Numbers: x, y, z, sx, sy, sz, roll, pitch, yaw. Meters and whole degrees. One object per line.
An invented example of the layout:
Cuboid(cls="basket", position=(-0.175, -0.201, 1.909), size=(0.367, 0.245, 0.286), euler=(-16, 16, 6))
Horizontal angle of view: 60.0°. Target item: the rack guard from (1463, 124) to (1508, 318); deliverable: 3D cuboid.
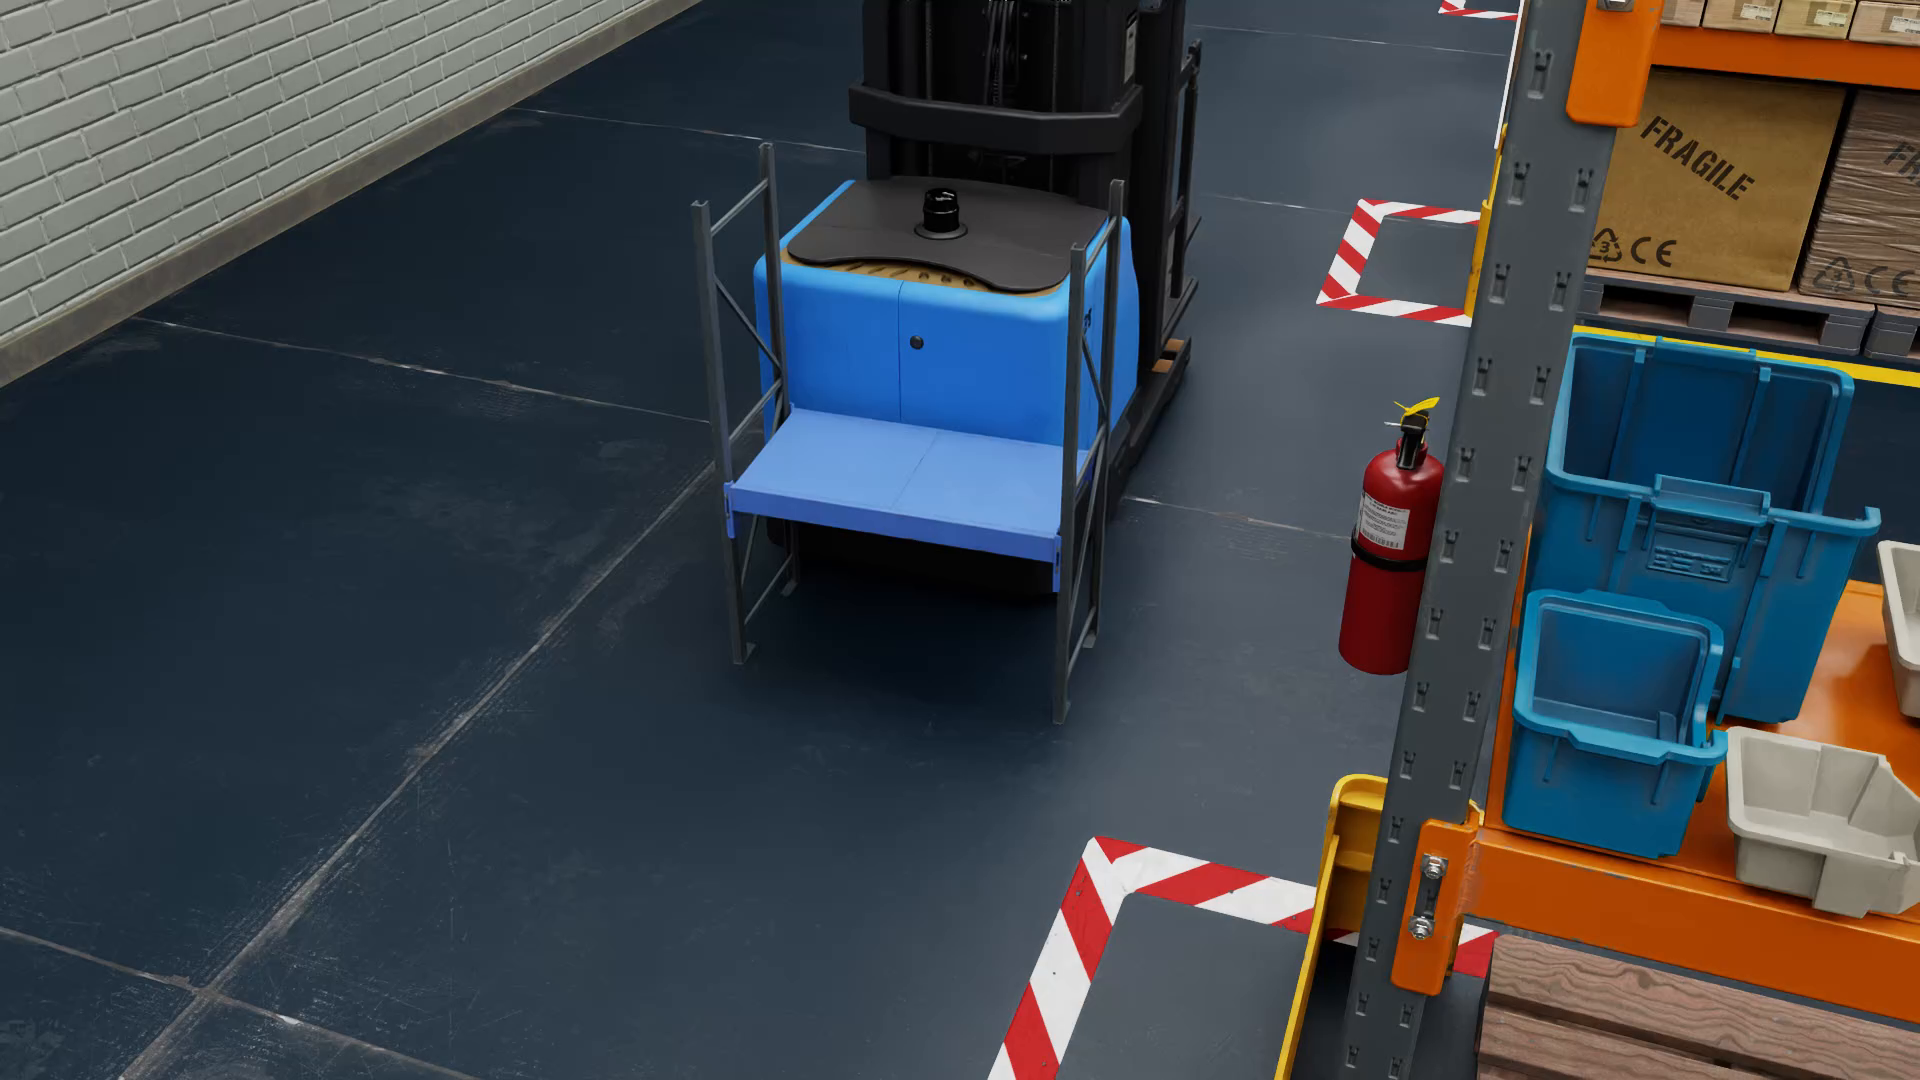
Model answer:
Cuboid(cls="rack guard", position=(2.549, -1.448, 7.532), size=(0.348, 0.500, 1.175), euler=(11, 34, 16))

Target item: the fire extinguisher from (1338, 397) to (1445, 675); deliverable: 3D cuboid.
Cuboid(cls="fire extinguisher", position=(0.912, -0.035, 3.454), size=(0.183, 0.674, 0.296), euler=(11, 34, 16))

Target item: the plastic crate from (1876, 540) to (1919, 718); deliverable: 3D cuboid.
Cuboid(cls="plastic crate", position=(1.729, 0.178, 2.897), size=(0.243, 0.136, 0.396), euler=(11, 34, 16))

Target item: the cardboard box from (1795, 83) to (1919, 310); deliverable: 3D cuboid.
Cuboid(cls="cardboard box", position=(4.058, -1.535, 6.933), size=(0.875, 0.875, 0.875), euler=(11, 34, 16))

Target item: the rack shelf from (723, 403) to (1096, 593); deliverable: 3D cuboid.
Cuboid(cls="rack shelf", position=(-0.129, -0.141, 4.917), size=(1.000, 0.185, 0.538), euler=(9, 34, 14))

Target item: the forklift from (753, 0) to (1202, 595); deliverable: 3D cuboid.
Cuboid(cls="forklift", position=(0.303, -1.847, 5.908), size=(1.130, 2.935, 3.031), euler=(11, 34, 16))

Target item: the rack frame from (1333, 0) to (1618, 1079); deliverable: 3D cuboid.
Cuboid(cls="rack frame", position=(0.901, 0.035, 2.930), size=(0.127, 3.000, 1.000), euler=(11, 34, 16))

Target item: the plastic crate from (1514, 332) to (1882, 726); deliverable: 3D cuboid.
Cuboid(cls="plastic crate", position=(1.279, -0.039, 2.957), size=(0.499, 0.435, 0.616), euler=(11, 34, 16))

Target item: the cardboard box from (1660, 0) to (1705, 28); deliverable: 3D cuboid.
Cuboid(cls="cardboard box", position=(2.795, -2.155, 6.553), size=(0.250, 0.149, 0.380), euler=(11, 35, 17))

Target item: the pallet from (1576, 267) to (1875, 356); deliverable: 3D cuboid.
Cuboid(cls="pallet", position=(3.351, -1.216, 7.438), size=(1.213, 0.211, 1.003), euler=(11, 34, 16))

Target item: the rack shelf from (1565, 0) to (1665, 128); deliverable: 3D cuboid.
Cuboid(cls="rack shelf", position=(2.783, -0.556, 1.744), size=(4.000, 0.370, 1.077), euler=(11, 34, 16))

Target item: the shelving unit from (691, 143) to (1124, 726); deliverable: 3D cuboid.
Cuboid(cls="shelving unit", position=(-0.129, -0.292, 4.819), size=(1.048, 1.500, 0.538), euler=(9, 34, 14))

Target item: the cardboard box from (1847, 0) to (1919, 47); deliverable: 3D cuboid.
Cuboid(cls="cardboard box", position=(3.524, -2.015, 6.336), size=(0.250, 0.149, 0.380), euler=(10, 34, 16))

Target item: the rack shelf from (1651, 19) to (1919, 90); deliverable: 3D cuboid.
Cuboid(cls="rack shelf", position=(4.454, -1.825, 6.475), size=(4.000, 0.370, 1.077), euler=(11, 34, 16))

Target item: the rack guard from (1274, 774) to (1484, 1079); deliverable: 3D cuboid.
Cuboid(cls="rack guard", position=(0.874, 1.088, 3.604), size=(0.348, 0.500, 1.175), euler=(11, 34, 16))

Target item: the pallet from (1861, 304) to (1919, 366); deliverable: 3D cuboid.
Cuboid(cls="pallet", position=(4.495, -0.992, 7.091), size=(1.213, 0.211, 1.003), euler=(11, 34, 16))

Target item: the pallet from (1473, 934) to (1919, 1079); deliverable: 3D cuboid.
Cuboid(cls="pallet", position=(1.664, 1.378, 3.422), size=(1.213, 0.211, 1.003), euler=(11, 34, 16))

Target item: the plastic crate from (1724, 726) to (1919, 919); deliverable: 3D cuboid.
Cuboid(cls="plastic crate", position=(1.296, 0.435, 2.498), size=(0.298, 0.136, 0.250), euler=(11, 34, 16))

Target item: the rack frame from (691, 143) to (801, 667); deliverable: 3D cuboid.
Cuboid(cls="rack frame", position=(-0.616, -0.370, 4.941), size=(0.032, 1.500, 0.500), euler=(9, 34, 14))

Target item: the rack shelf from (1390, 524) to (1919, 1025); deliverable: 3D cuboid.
Cuboid(cls="rack shelf", position=(2.783, 0.704, 2.558), size=(4.000, 0.370, 1.077), euler=(11, 34, 16))

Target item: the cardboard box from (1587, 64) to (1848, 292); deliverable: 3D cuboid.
Cuboid(cls="cardboard box", position=(3.201, -1.701, 7.191), size=(0.875, 0.875, 0.875), euler=(11, 34, 16))

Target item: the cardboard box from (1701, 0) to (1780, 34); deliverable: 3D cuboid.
Cuboid(cls="cardboard box", position=(3.037, -2.108, 6.482), size=(0.250, 0.149, 0.380), euler=(11, 34, 16))

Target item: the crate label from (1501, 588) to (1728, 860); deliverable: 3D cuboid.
Cuboid(cls="crate label", position=(1.022, 0.294, 2.628), size=(0.303, 0.233, 0.416), euler=(11, 34, 16))

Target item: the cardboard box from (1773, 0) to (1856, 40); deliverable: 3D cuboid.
Cuboid(cls="cardboard box", position=(3.278, -2.062, 6.409), size=(0.250, 0.149, 0.380), euler=(10, 34, 15))

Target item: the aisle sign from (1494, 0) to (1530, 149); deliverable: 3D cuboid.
Cuboid(cls="aisle sign", position=(0.733, -0.918, 2.010), size=(0.004, 0.787, 0.394), euler=(11, 34, 16))

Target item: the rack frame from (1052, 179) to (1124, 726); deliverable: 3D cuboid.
Cuboid(cls="rack frame", position=(0.358, -0.213, 4.697), size=(0.032, 1.500, 0.500), euler=(9, 34, 14))
